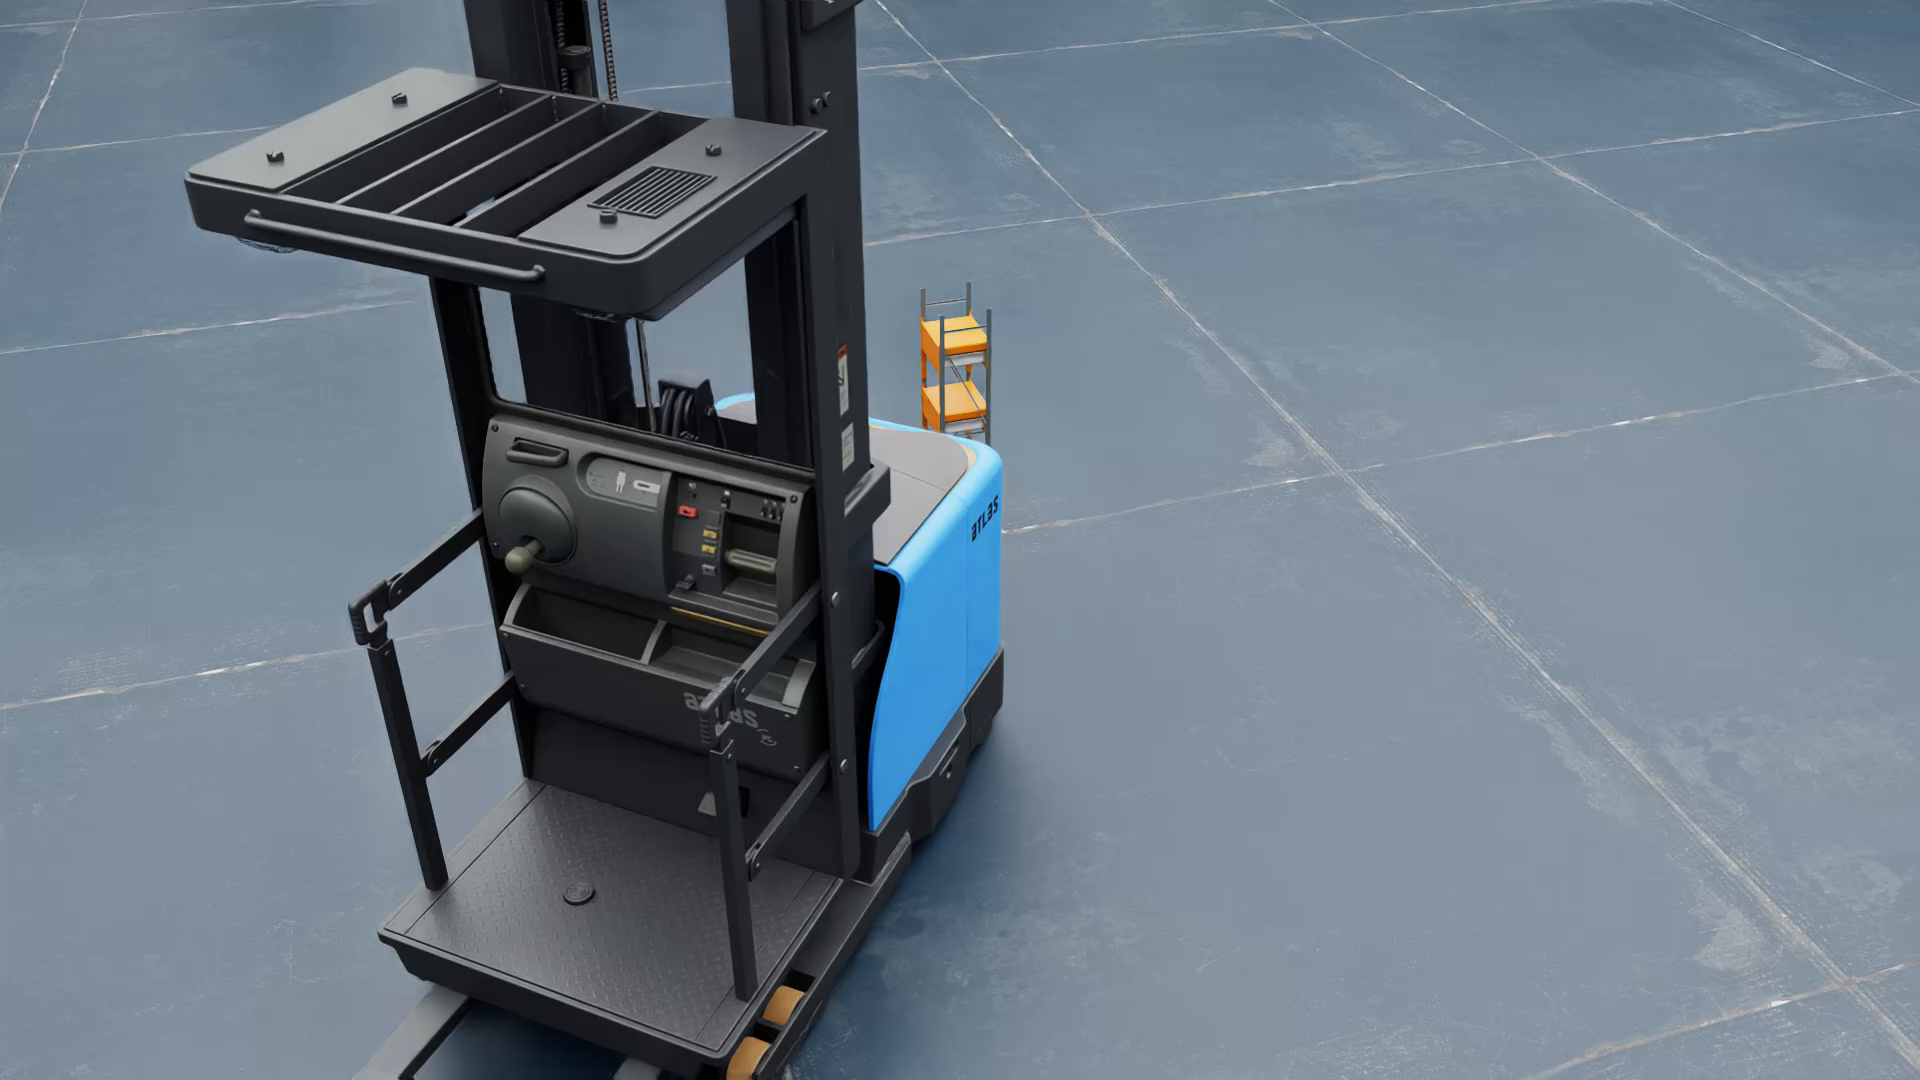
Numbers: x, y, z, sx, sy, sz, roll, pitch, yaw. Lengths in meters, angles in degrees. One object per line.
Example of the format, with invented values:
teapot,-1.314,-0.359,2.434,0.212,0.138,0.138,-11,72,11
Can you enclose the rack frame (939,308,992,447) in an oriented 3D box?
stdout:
rack frame,0.021,-0.402,6.406,0.200,1.050,0.008,-10,35,-15

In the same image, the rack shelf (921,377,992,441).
rack shelf,-0.016,-0.457,6.509,0.215,0.259,0.240,-10,35,-15

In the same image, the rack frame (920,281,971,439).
rack frame,-0.054,-0.530,6.600,0.200,1.050,0.008,-10,35,-15

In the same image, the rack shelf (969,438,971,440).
rack shelf,-0.016,-0.225,6.662,0.215,0.259,0.240,-10,35,-15

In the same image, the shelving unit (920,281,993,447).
shelving unit,-0.016,-0.466,6.503,0.215,1.050,0.252,-10,35,-15

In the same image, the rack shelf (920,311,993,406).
rack shelf,-0.016,-0.694,6.352,0.215,0.259,0.240,-10,35,-15

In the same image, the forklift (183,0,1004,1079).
forklift,-0.902,0.012,4.074,1.130,2.935,3.031,13,36,19
